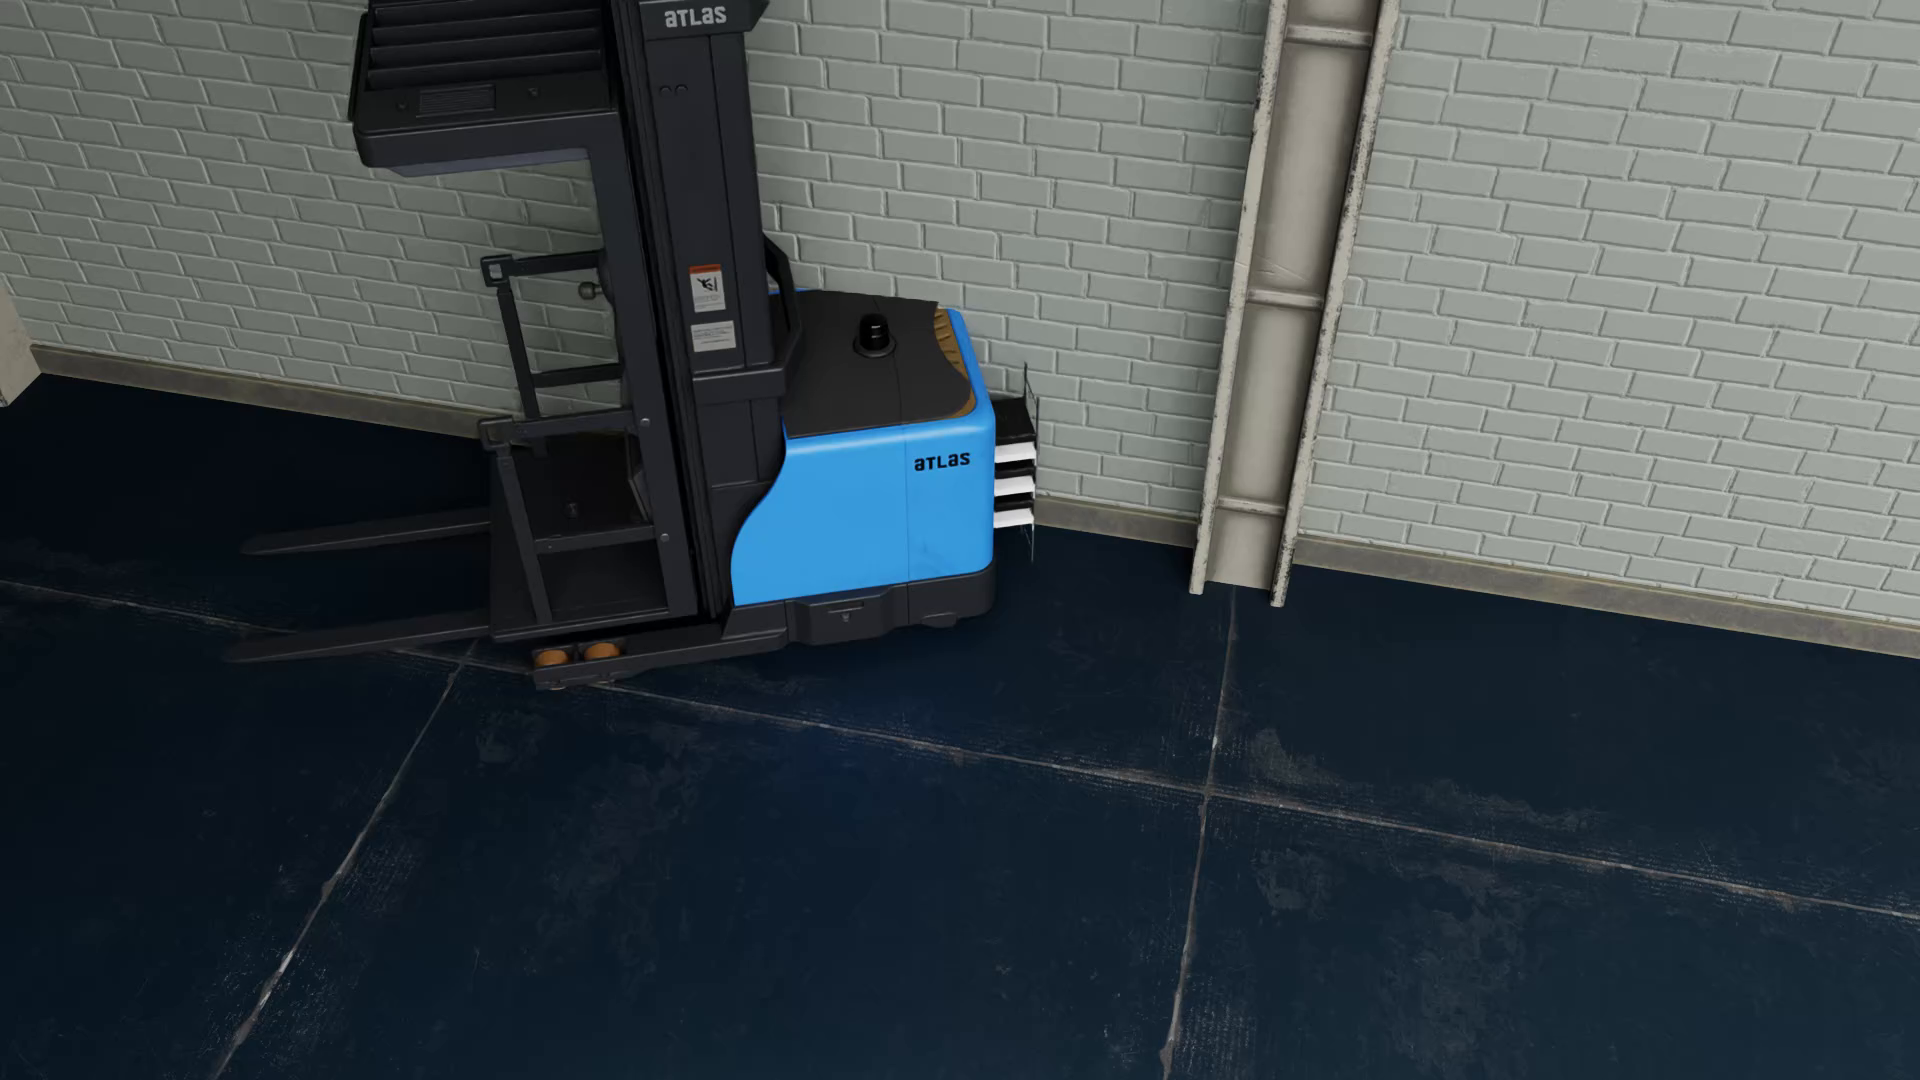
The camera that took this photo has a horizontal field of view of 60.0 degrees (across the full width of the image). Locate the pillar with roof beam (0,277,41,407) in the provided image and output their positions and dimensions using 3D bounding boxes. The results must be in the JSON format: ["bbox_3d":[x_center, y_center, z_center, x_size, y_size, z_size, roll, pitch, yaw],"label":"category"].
[{"bbox_3d":[-5.610,-1.091,1.854,0.400,9.000,9.100,9,45,9],"label":"pillar with roof beam"}]

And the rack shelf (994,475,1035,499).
[{"bbox_3d":[0.185,-0.269,6.888,0.200,0.077,0.258,-8,44,-8],"label":"rack shelf"}]

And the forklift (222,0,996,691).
[{"bbox_3d":[-1.423,-0.861,5.991,3.031,2.935,1.130,-8,44,-8],"label":"forklift"}]

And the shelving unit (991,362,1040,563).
[{"bbox_3d":[0.185,-0.293,6.865,0.210,0.900,0.258,-8,44,-8],"label":"shelving unit"}]

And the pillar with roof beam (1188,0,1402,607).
[{"bbox_3d":[0.245,-0.182,0.910,0.400,9.000,9.100,9,45,9],"label":"pillar with roof beam"}]

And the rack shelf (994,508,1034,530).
[{"bbox_3d":[0.185,-0.139,7.013,0.200,0.077,0.258,-8,44,-8],"label":"rack shelf"}]

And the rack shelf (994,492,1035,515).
[{"bbox_3d":[0.185,-0.204,6.951,0.200,0.077,0.258,-8,44,-8],"label":"rack shelf"}]

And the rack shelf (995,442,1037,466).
[{"bbox_3d":[0.185,-0.398,6.764,0.200,0.077,0.258,-8,44,-8],"label":"rack shelf"}]

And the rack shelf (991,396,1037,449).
[{"bbox_3d":[0.185,-0.463,6.701,0.200,0.077,0.258,-8,44,-8],"label":"rack shelf"}]

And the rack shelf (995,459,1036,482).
[{"bbox_3d":[0.185,-0.334,6.826,0.200,0.077,0.258,-8,44,-8],"label":"rack shelf"}]

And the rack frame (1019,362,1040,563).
[{"bbox_3d":[0.285,-0.306,6.879,0.006,0.900,0.240,-8,44,-8],"label":"rack frame"}]
